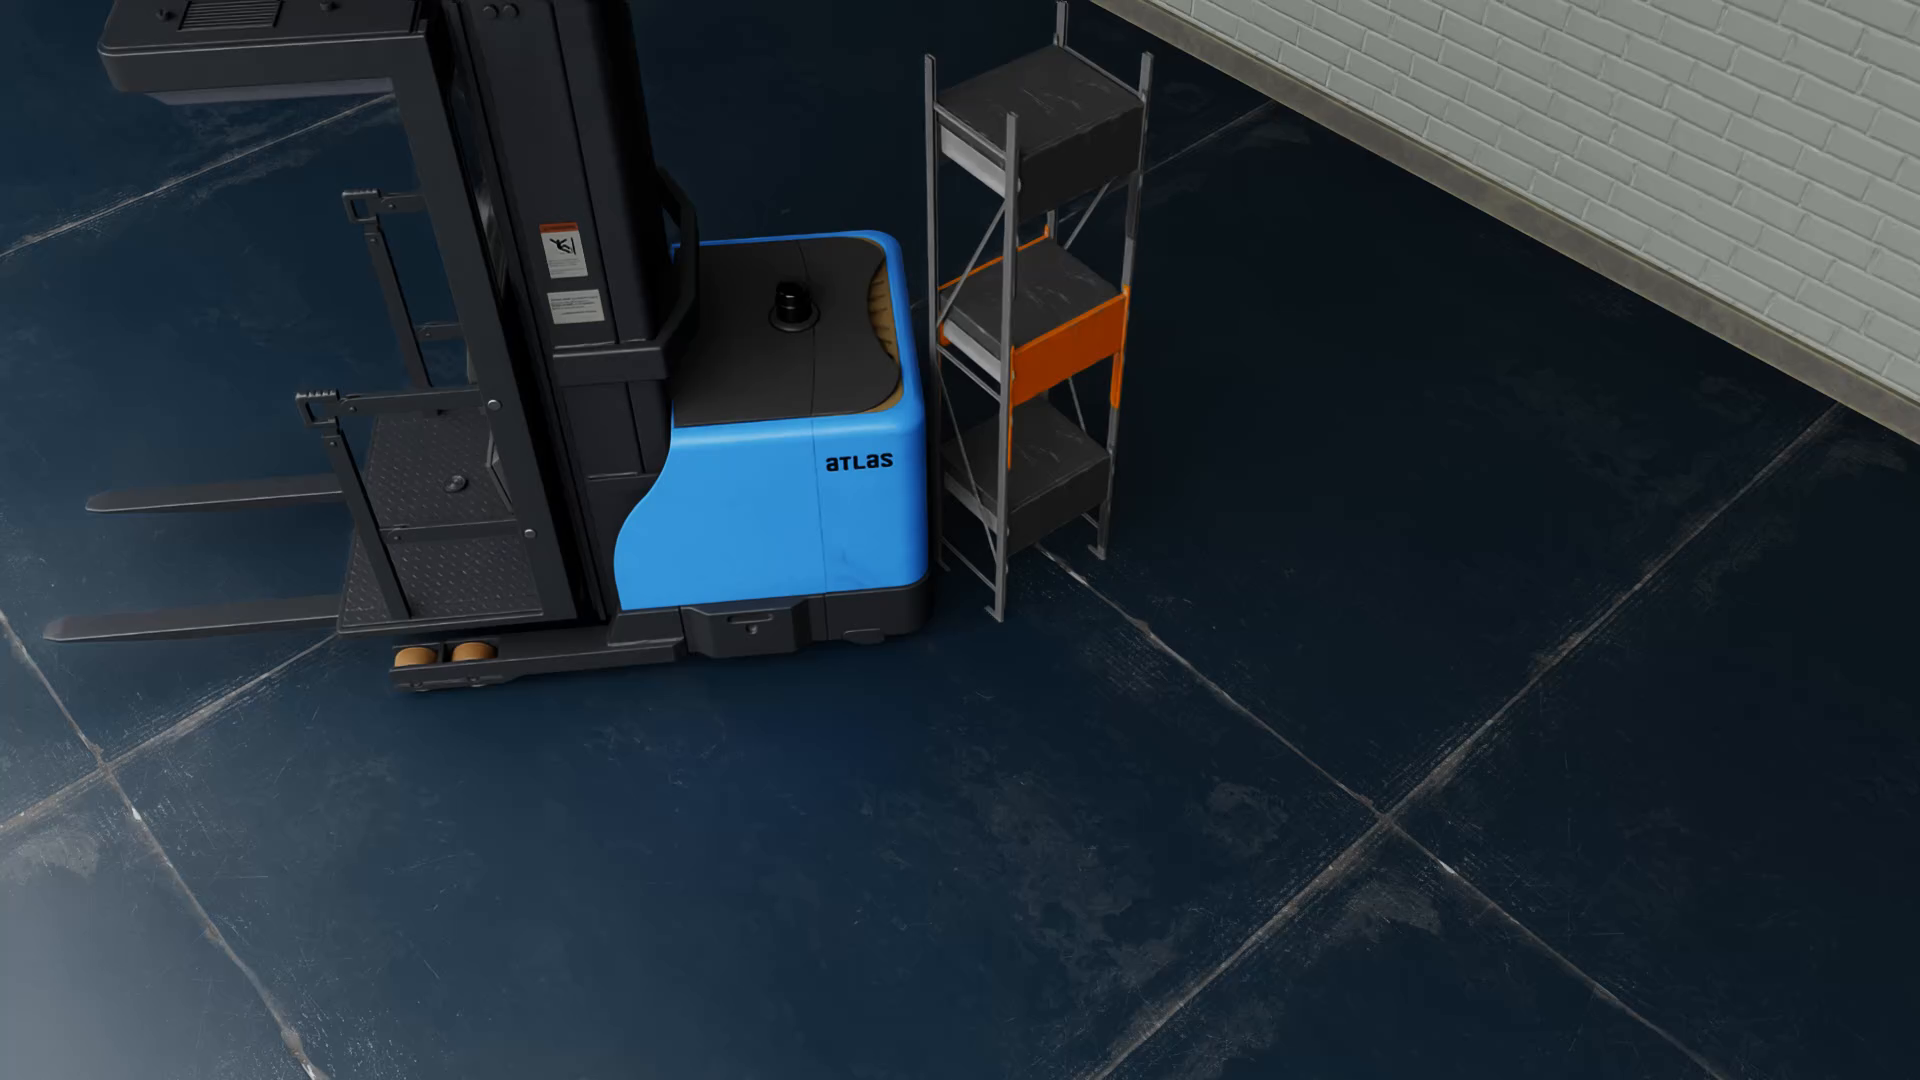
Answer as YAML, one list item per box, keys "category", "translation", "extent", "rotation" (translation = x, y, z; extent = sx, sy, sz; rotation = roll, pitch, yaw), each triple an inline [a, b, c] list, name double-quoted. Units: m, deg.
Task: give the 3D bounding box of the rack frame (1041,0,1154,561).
- category: "rack frame"
  translation: [0.413, -0.751, 5.514]
  extent: [0.015, 2.100, 0.400]
  rotation: [-30, 54, -25]

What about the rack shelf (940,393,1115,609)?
- category: "rack shelf"
  translation: [0.221, -0.157, 5.937]
  extent: [0.480, 0.518, 0.431]
  rotation: [-30, 54, -25]

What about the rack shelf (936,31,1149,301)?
- category: "rack shelf"
  translation: [0.221, -1.106, 4.908]
  extent: [0.480, 0.518, 0.431]
  rotation: [-30, 54, -25]

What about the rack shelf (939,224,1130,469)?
- category: "rack shelf"
  translation: [0.221, -0.631, 5.423]
  extent: [0.480, 0.518, 0.431]
  rotation: [-30, 54, -25]

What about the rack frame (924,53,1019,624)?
- category: "rack frame"
  translation: [0.029, -0.530, 5.311]
  extent: [0.015, 2.100, 0.400]
  rotation: [-30, 54, -25]

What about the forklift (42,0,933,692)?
- category: "forklift"
  translation: [-1.649, -0.881, 5.068]
  extent: [3.031, 2.935, 1.130]
  rotation: [-5, 47, -4]

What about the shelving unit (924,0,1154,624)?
- category: "shelving unit"
  translation: [0.221, -0.641, 5.413]
  extent: [0.503, 2.100, 0.431]
  rotation: [-30, 54, -25]
